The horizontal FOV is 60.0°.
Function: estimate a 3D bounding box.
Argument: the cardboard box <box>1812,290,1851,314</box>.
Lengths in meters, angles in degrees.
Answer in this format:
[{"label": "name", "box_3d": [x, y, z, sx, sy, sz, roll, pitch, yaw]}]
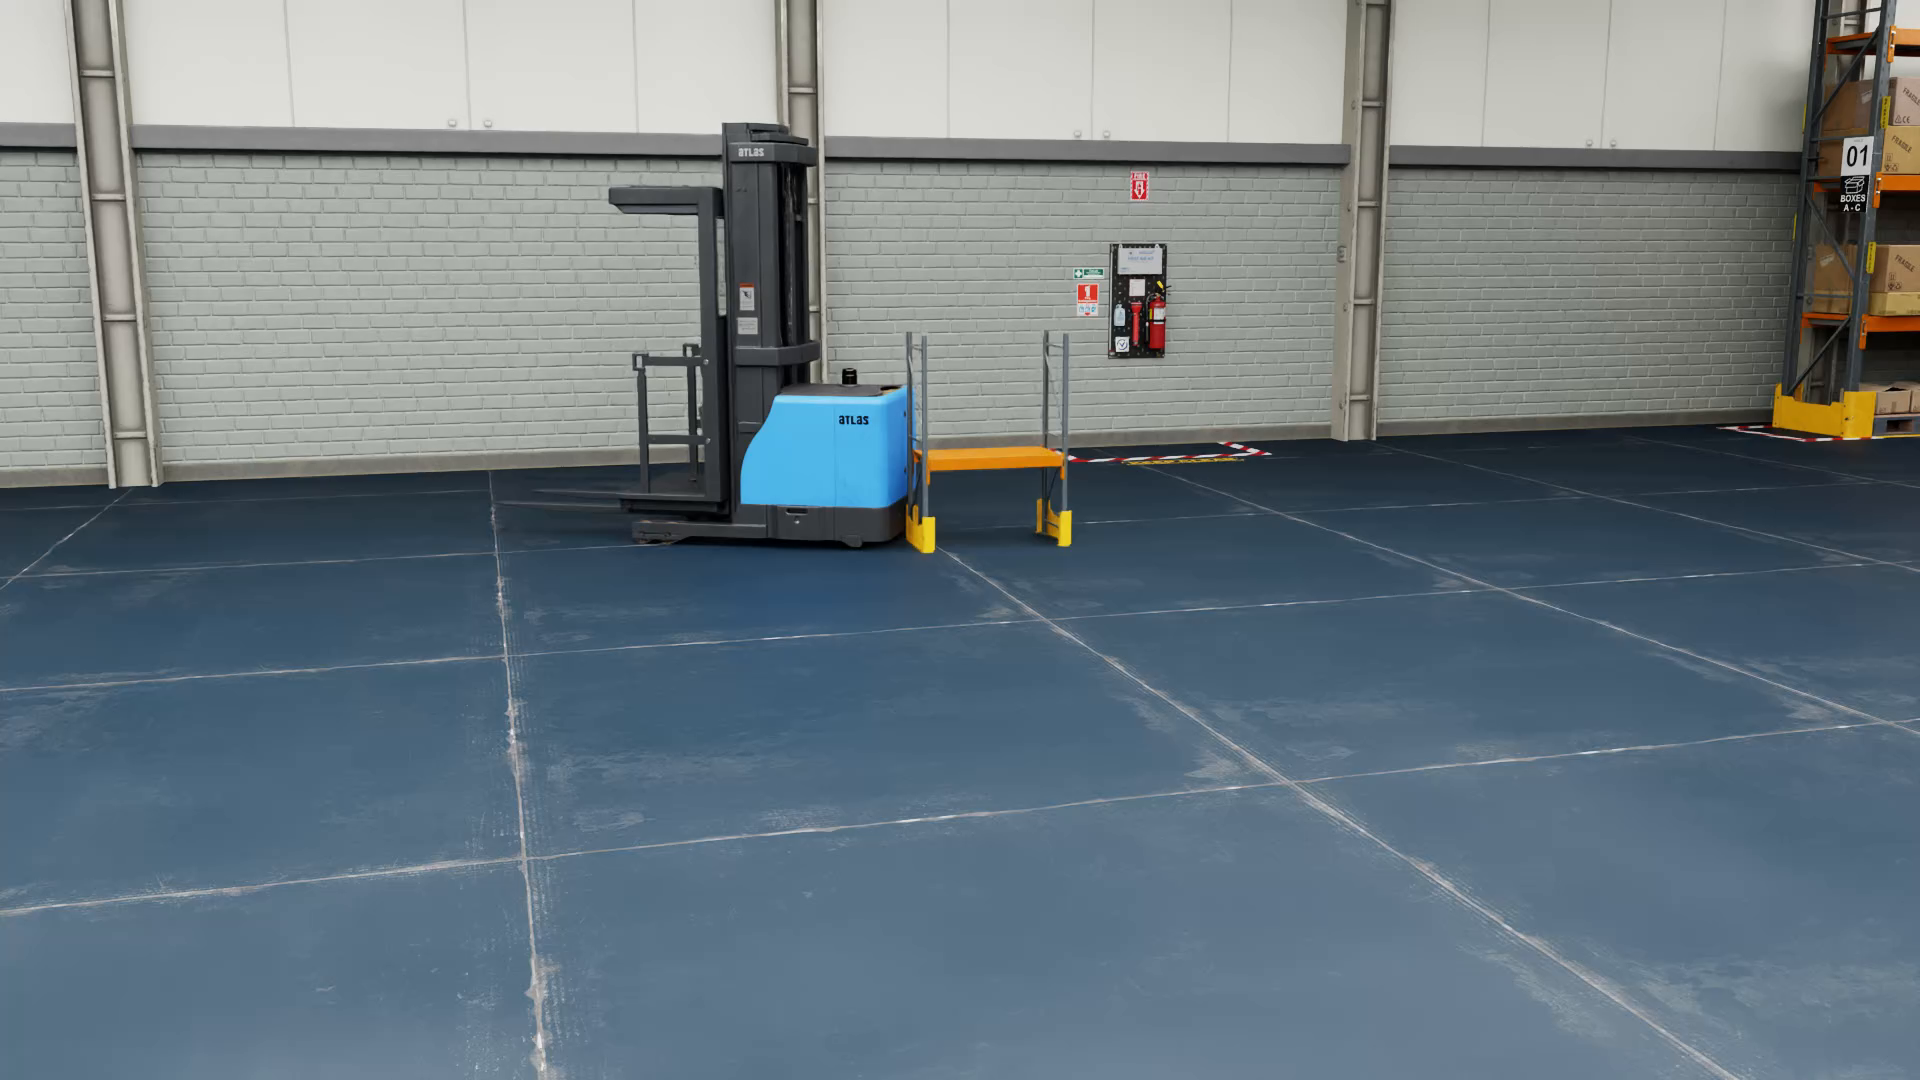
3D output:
[{"label": "cardboard box", "box_3d": [9.975, -2.681, 18.683, 0.500, 0.250, 0.500, -3, 11, -15]}]

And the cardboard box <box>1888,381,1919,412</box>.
[{"label": "cardboard box", "box_3d": [10.817, -1.630, 18.825, 0.500, 0.311, 0.500, -2, 11, -11]}]

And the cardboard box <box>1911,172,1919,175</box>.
[{"label": "cardboard box", "box_3d": [10.497, -4.216, 18.047, 0.500, 0.500, 0.500, -2, 11, -12]}]

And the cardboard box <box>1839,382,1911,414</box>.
[{"label": "cardboard box", "box_3d": [10.270, -1.601, 18.668, 0.500, 0.311, 0.500, -4, 11, -22]}]

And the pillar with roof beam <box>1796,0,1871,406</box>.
[{"label": "pillar with roof beam", "box_3d": [11.214, -5.075, 14.760, 0.400, 9.000, 9.100, -3, 11, -16]}]

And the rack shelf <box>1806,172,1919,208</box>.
[{"label": "rack shelf", "box_3d": [11.501, -3.910, 18.703, 4.000, 0.370, 1.077, -3, 11, -16]}]

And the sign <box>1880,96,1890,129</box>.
[{"label": "sign", "box_3d": [9.732, -4.498, 17.496, 0.005, 0.325, 0.100, -3, 11, -16]}]

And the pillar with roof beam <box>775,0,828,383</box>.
[{"label": "pillar with roof beam", "box_3d": [-0.308, -4.468, 11.462, 0.400, 9.000, 9.100, -3, 11, -16]}]

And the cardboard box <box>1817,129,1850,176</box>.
[{"label": "cardboard box", "box_3d": [9.910, -4.287, 18.431, 0.500, 0.500, 0.500, -2, 11, -12]}]

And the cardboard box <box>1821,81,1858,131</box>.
[{"label": "cardboard box", "box_3d": [9.921, -4.781, 18.352, 0.500, 0.500, 0.500, -3, 11, -13]}]

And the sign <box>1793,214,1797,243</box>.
[{"label": "sign", "box_3d": [9.444, -3.510, 18.756, 0.005, 0.325, 0.100, -3, 11, -16]}]

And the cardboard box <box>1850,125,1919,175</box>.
[{"label": "cardboard box", "box_3d": [9.971, -4.195, 17.933, 0.500, 0.500, 0.500, -3, 11, -14]}]

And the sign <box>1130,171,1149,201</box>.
[{"label": "sign", "box_3d": [1.831, -3.608, 16.958, 0.199, 0.298, 0.001, -3, 11, -16]}]

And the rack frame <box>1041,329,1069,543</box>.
[{"label": "rack frame", "box_3d": [0.682, -0.744, 11.945, 0.032, 1.500, 0.500, -3, 11, -15]}]

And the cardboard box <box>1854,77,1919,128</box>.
[{"label": "cardboard box", "box_3d": [10.018, -4.691, 17.863, 0.500, 0.500, 0.500, -4, 11, -20]}]

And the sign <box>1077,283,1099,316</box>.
[{"label": "sign", "box_3d": [1.307, -2.459, 17.018, 0.234, 0.329, 0.001, -3, 11, -16]}]

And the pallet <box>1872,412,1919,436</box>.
[{"label": "pallet", "box_3d": [10.443, -1.355, 18.823, 1.213, 0.211, 1.003, -3, 11, -16]}]

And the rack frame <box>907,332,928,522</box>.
[{"label": "rack frame", "box_3d": [-0.301, -0.697, 11.690, 0.032, 1.500, 0.500, -3, 11, -15]}]

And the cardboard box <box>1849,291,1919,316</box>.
[{"label": "cardboard box", "box_3d": [10.138, -2.593, 18.205, 0.500, 0.250, 0.500, -3, 11, -18]}]

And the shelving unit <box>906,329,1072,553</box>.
[{"label": "shelving unit", "box_3d": [0.200, -0.721, 11.820, 1.083, 1.500, 0.587, -3, 11, -15]}]

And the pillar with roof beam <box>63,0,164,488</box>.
[{"label": "pillar with roof beam", "box_3d": [-6.069, -4.164, 9.812, 0.400, 9.000, 9.100, -3, 11, -16]}]

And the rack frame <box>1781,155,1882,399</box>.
[{"label": "rack frame", "box_3d": [9.580, -2.687, 18.359, 0.127, 3.000, 1.000, -3, 11, -16]}]

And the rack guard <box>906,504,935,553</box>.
[{"label": "rack guard", "box_3d": [-0.282, -0.083, 11.808, 0.087, 0.250, 0.587, -3, 11, -15]}]

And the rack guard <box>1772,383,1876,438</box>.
[{"label": "rack guard", "box_3d": [9.653, -1.462, 18.607, 0.348, 0.500, 1.175, -3, 11, -16]}]

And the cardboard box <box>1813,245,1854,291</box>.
[{"label": "cardboard box", "box_3d": [9.974, -3.053, 18.634, 0.500, 0.500, 0.500, -3, 11, -17]}]

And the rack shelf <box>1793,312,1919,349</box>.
[{"label": "rack shelf", "box_3d": [11.501, -2.435, 18.974, 4.000, 0.370, 1.077, -3, 11, -16]}]

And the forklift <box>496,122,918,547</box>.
[{"label": "forklift", "box_3d": [-1.887, -1.500, 12.099, 3.031, 2.935, 1.130, 2, 11, 11]}]

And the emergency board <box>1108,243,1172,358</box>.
[{"label": "emergency board", "box_3d": [1.866, -2.451, 17.076, 0.643, 1.169, 0.194, -3, 11, -16]}]

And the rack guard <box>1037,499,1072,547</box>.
[{"label": "rack guard", "box_3d": [0.681, -0.129, 12.058, 0.087, 0.250, 0.587, -3, 11, -15]}]

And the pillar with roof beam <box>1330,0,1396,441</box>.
[{"label": "pillar with roof beam", "box_3d": [5.453, -4.772, 13.111, 0.400, 9.000, 9.100, -3, 11, -16]}]

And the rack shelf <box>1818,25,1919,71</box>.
[{"label": "rack shelf", "box_3d": [11.501, -5.384, 18.431, 4.000, 0.370, 1.077, -3, 11, -16]}]

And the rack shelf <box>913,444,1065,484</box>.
[{"label": "rack shelf", "box_3d": [0.191, -0.544, 11.850, 1.000, 0.185, 0.538, -3, 11, -15]}]

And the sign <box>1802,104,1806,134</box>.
[{"label": "sign", "box_3d": [9.444, -4.696, 18.537, 0.005, 0.325, 0.100, -3, 11, -16]}]

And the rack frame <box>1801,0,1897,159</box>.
[{"label": "rack frame", "box_3d": [9.580, -5.638, 17.816, 0.127, 3.000, 1.000, -3, 11, -16]}]

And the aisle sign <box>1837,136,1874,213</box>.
[{"label": "aisle sign", "box_3d": [9.595, -3.910, 17.821, 0.004, 0.787, 0.394, -3, 11, -16]}]

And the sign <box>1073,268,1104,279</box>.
[{"label": "sign", "box_3d": [1.314, -2.718, 16.963, 0.331, 0.109, 0.001, -3, 11, -16]}]

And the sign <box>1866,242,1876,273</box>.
[{"label": "sign", "box_3d": [9.732, -3.019, 17.769, 0.005, 0.325, 0.100, -3, 11, -16]}]

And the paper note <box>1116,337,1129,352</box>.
[{"label": "paper note", "box_3d": [1.677, -2.021, 17.172, 0.142, 0.148, 0.016, -3, 11, -16]}]

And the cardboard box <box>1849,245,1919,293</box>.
[{"label": "cardboard box", "box_3d": [10.123, -2.964, 18.151, 0.500, 0.500, 0.500, -3, 11, -16]}]
